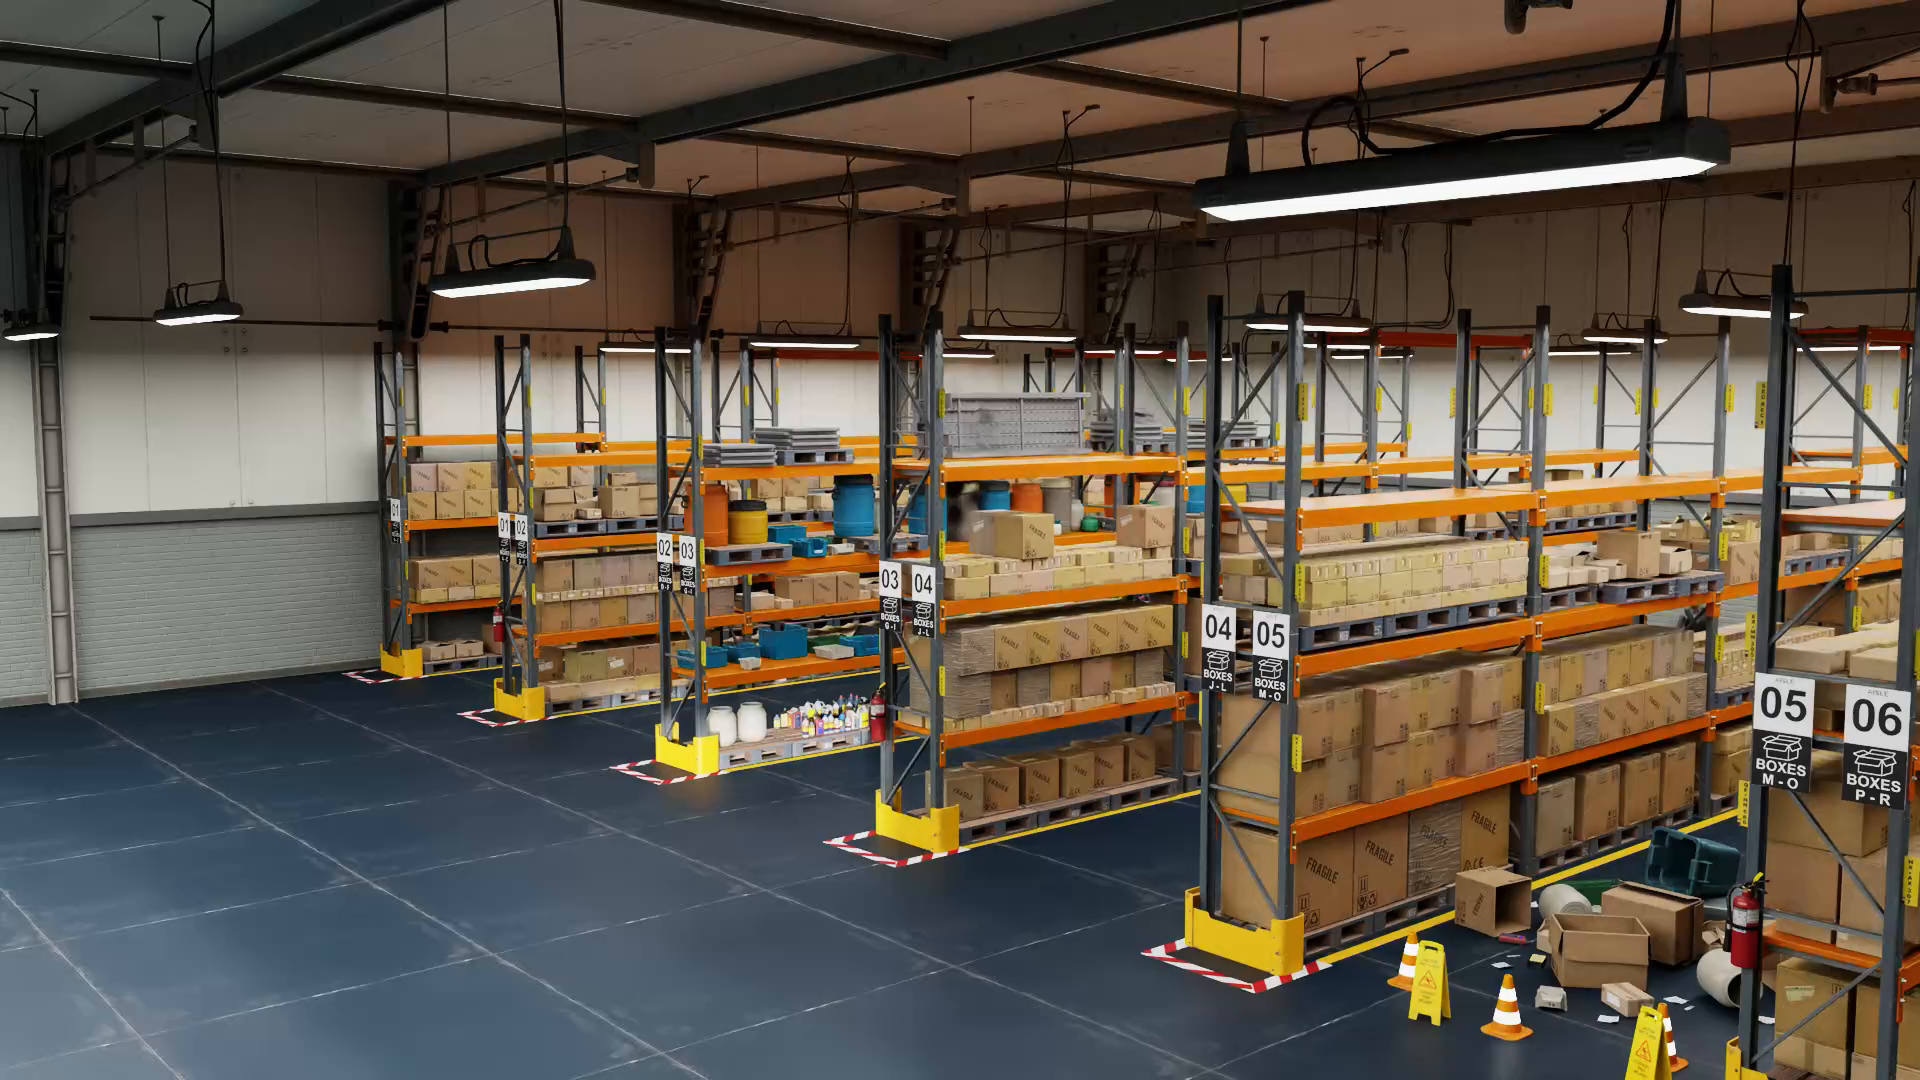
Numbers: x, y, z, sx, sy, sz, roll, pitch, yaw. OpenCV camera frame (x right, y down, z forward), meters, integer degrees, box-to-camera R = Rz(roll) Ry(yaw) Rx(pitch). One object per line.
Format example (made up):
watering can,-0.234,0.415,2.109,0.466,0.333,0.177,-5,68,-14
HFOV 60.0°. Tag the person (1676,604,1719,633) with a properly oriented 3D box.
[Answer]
person,12.572,1.766,28.347,0.683,1.647,0.528,2,6,20
